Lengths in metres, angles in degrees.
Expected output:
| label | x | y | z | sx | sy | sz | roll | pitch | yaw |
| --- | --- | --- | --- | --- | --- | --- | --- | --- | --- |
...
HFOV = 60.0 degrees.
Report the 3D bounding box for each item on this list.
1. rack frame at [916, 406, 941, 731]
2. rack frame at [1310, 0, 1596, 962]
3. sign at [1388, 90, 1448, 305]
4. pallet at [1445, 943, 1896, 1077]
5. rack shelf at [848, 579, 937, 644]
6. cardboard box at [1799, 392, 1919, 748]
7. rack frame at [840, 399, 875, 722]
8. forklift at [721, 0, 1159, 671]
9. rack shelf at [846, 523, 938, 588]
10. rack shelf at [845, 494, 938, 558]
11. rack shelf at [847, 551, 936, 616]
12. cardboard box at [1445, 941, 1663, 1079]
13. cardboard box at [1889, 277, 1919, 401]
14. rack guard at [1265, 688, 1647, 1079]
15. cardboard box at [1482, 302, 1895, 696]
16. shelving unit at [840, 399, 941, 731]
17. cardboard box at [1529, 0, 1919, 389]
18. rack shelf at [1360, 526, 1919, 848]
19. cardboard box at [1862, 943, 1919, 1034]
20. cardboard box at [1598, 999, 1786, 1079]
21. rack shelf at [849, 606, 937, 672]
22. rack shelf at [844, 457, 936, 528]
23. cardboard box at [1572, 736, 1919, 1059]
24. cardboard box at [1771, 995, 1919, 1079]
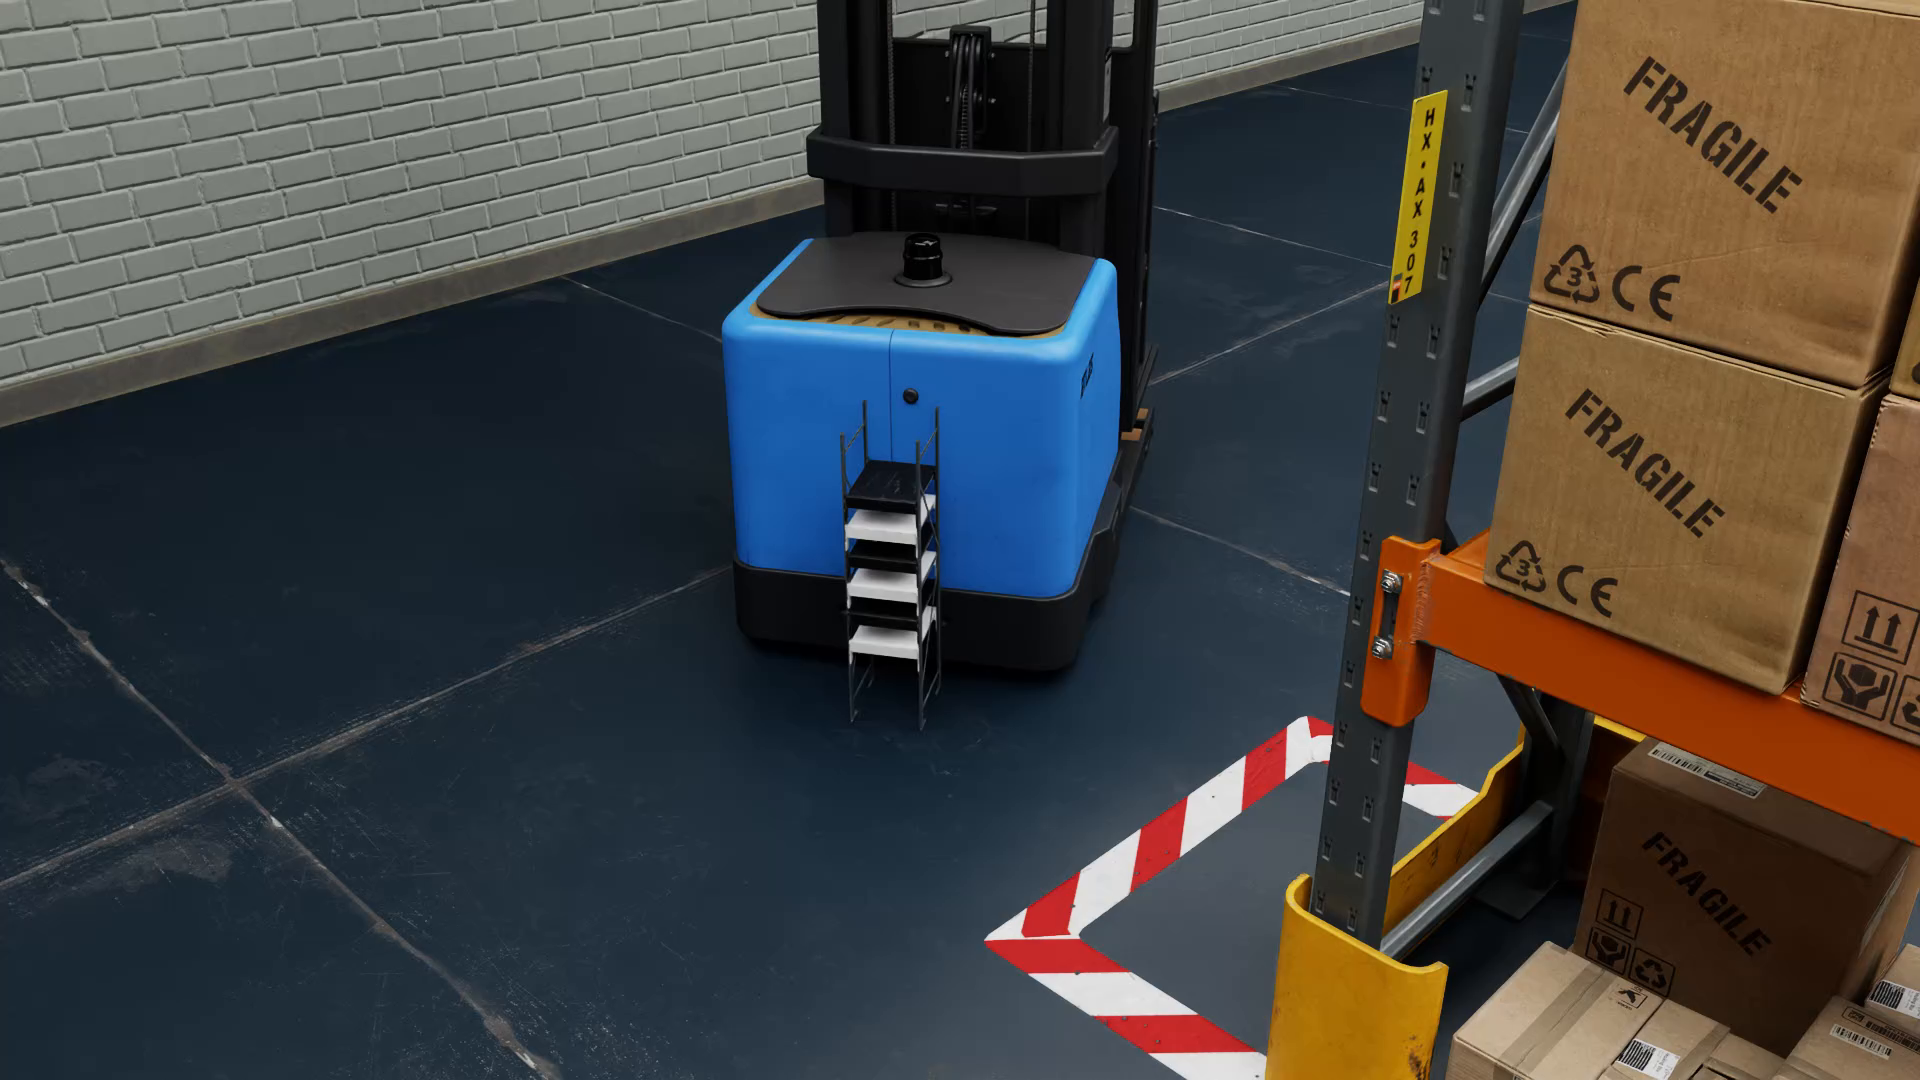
| label | x | y | z | sx | sy | sz | roll | pitch | yaw |
| --- | --- | --- | --- | --- | --- | --- | --- | --- | --- |
| rack frame | -0.086 | 0.089 | 4.614 | 0.006 | 0.900 | 0.240 | 6 | 28 | 11 |
| rack frame | 1.102 | -0.333 | 3.161 | 0.127 | 3.000 | 1.000 | 25 | 36 | 38 |
| sign | 0.722 | -0.536 | 2.617 | 0.005 | 0.325 | 0.100 | 25 | 36 | 38 |
| pallet | 1.725 | 1.186 | 3.269 | 1.213 | 0.211 | 1.003 | 25 | 36 | 38 |
| rack shelf | -0.185 | 0.188 | 4.691 | 0.200 | 0.077 | 0.258 | 6 | 28 | 11 |
| cardboard box | 1.605 | 0.021 | 2.379 | 0.500 | 0.500 | 0.500 | 24 | 36 | 38 |
| rack frame | -0.284 | 0.068 | 4.653 | 0.006 | 0.900 | 0.240 | 6 | 28 | 11 |
| forklift | 0.135 | -1.580 | 5.605 | 1.130 | 2.935 | 3.031 | 6 | 28 | 11 |
| rack shelf | -0.185 | 0.029 | 4.607 | 0.200 | 0.077 | 0.258 | 6 | 28 | 11 |
| rack shelf | -0.185 | -0.051 | 4.565 | 0.200 | 0.077 | 0.258 | 6 | 28 | 11 |
| rack shelf | -0.185 | 0.108 | 4.649 | 0.200 | 0.077 | 0.258 | 6 | 28 | 11 |
| cardboard box | 1.159 | 0.985 | 3.245 | 0.250 | 0.149 | 0.380 | 25 | 36 | 38 |
| cardboard box | 1.611 | -0.420 | 2.143 | 0.500 | 0.500 | 0.500 | -25 | 37 | -39 |
| rack guard | 1.156 | 0.798 | 3.695 | 0.348 | 0.500 | 1.175 | 25 | 36 | 38 |
| cardboard box | 1.233 | -0.145 | 2.696 | 0.500 | 0.500 | 0.500 | -24 | 36 | -38 |
| shelving unit | -0.185 | 0.079 | 4.633 | 0.210 | 0.900 | 0.258 | 6 | 28 | 11 |
| cardboard box | 1.233 | -0.588 | 2.463 | 0.500 | 0.500 | 0.500 | -24 | 36 | -38 |
| rack shelf | 2.528 | 0.638 | 2.087 | 4.000 | 0.370 | 1.077 | 25 | 36 | 38 |
| cardboard box | 1.888 | 0.984 | 3.228 | 0.250 | 0.166 | 0.380 | 25 | 36 | 38 |
| cardboard box | 1.338 | 1.058 | 3.086 | 0.250 | 0.166 | 0.380 | 25 | 36 | 38 |
| rack shelf | -0.185 | 0.267 | 4.733 | 0.200 | 0.077 | 0.258 | 6 | 28 | 11 |
| rack shelf | -0.185 | -0.131 | 4.523 | 0.200 | 0.077 | 0.258 | 6 | 28 | 11 |
| cardboard box | 1.662 | 0.674 | 3.458 | 0.500 | 0.500 | 0.500 | 25 | 36 | 38 |
| cardboard box | 1.647 | 1.124 | 2.872 | 0.500 | 0.250 | 0.500 | 25 | 36 | 38 |
